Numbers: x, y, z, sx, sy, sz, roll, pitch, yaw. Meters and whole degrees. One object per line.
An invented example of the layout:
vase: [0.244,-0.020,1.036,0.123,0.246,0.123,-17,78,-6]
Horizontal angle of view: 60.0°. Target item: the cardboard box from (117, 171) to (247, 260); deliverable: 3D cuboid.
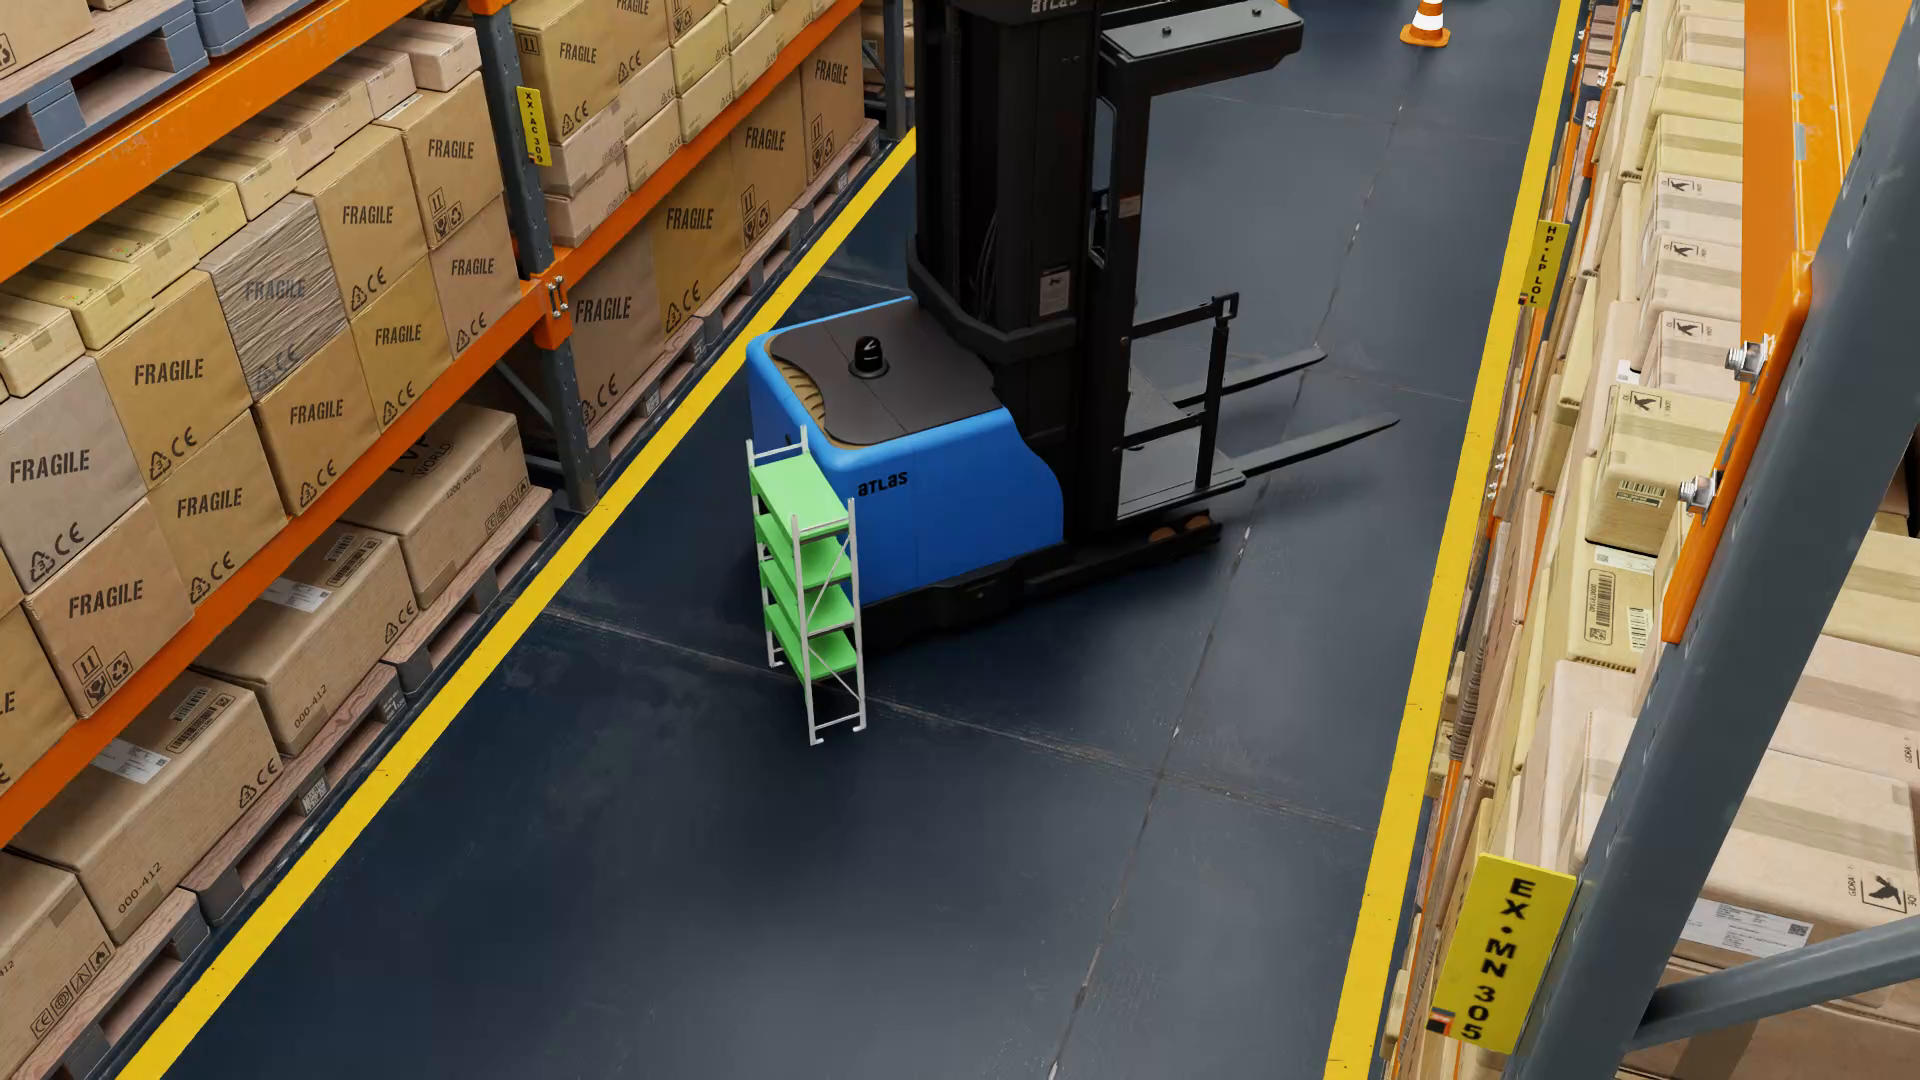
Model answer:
cardboard box: [-2.509,-1.038,5.262,0.380,0.149,0.250,12,42,14]

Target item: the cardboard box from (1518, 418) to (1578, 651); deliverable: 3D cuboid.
cardboard box: [1.369,0.047,3.142,0.500,0.250,0.500,15,43,17]

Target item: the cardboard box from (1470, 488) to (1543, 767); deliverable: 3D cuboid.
cardboard box: [1.556,0.262,4.009,0.500,0.500,0.500,12,42,14]

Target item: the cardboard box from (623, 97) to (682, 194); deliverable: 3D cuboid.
cardboard box: [-1.632,-1.866,7.695,0.500,0.250,0.500,12,42,14]

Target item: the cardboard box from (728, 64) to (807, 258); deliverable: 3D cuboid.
cardboard box: [-1.461,-2.242,9.334,0.875,0.875,0.875,14,42,16]

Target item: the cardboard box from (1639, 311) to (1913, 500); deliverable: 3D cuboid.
cardboard box: [1.345,-0.226,2.770,0.380,0.149,0.250,12,42,14]

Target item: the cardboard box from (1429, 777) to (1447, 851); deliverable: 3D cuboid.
cardboard box: [1.927,1.041,6.045,0.380,0.149,0.250,13,42,15]

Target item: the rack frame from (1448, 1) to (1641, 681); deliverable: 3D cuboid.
rack frame: [2.480,-0.360,5.815,1.000,3.000,0.127,13,42,15]

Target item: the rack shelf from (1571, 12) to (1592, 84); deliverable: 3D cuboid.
rack shelf: [4.532,-3.746,10.337,1.077,0.370,4.000,13,42,15]

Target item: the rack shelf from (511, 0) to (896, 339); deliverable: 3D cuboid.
rack shelf: [-1.522,-2.343,8.693,1.077,0.370,4.000,13,42,15]

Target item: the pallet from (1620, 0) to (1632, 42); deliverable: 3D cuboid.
pallet: [2.791,-1.783,5.316,1.213,0.211,1.003,13,42,15]

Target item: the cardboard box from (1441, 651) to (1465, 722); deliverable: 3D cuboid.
cardboard box: [2.055,0.602,6.331,0.380,0.149,0.250,15,43,17]

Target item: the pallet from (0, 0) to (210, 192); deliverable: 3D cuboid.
pallet: [-2.914,-1.266,4.634,1.003,0.211,1.213,13,42,15]

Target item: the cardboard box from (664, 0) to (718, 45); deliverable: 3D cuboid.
cardboard box: [-1.464,-2.642,7.642,0.500,0.500,0.500,12,42,14]

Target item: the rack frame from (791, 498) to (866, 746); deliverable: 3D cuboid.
rack frame: [-0.496,0.339,6.382,0.240,1.200,0.015,-17,43,-18]

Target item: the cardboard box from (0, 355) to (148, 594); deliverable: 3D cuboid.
cardboard box: [-2.803,-0.238,4.824,0.500,0.500,0.500,13,42,15]

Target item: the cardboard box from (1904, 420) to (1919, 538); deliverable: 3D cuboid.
cardboard box: [1.868,-0.029,2.846,0.500,0.250,0.500,14,42,16]

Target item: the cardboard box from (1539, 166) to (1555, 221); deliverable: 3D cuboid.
cardboard box: [3.366,-1.634,8.910,0.500,0.500,0.500,12,42,13]

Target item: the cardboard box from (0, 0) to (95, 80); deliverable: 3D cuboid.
cardboard box: [-2.744,-1.531,4.398,0.500,0.500,0.500,14,42,16]

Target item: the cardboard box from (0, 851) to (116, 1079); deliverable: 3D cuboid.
cardboard box: [-3.442,1.433,5.364,0.875,0.438,0.875,12,42,14]

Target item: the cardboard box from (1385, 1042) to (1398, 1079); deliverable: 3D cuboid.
cardboard box: [1.471,1.718,5.023,0.380,0.149,0.250,15,43,17]

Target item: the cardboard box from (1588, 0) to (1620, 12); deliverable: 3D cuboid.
cardboard box: [3.750,-3.172,9.034,0.500,0.500,0.500,13,42,15]

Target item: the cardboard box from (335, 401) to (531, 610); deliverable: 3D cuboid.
cardboard box: [-2.522,-0.223,7.304,0.875,0.438,0.875,13,42,14]

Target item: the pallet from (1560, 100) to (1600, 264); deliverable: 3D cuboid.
pallet: [3.210,-1.510,7.311,1.003,0.211,1.213,13,42,15]

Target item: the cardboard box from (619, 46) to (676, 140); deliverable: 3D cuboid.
cardboard box: [-1.639,-2.060,7.538,0.500,0.250,0.500,14,42,16]

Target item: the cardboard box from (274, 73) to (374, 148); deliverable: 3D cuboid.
cardboard box: [-2.299,-1.517,5.824,0.380,0.149,0.250,13,42,15]

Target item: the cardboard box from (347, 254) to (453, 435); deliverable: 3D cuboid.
cardboard box: [-2.295,-0.780,6.230,0.500,0.500,0.500,12,42,14]

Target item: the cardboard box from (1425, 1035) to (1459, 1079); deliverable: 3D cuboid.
cardboard box: [1.035,1.214,2.893,0.500,0.500,0.500,12,42,14]

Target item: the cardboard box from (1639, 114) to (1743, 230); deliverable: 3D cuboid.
cardboard box: [1.581,-0.709,3.335,0.380,0.149,0.250,12,42,14]

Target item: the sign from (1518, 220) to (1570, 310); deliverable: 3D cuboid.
sign: [1.957,-0.922,5.581,0.100,0.325,0.005,13,42,15]

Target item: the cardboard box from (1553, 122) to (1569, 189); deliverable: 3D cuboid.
cardboard box: [3.385,-1.927,8.676,0.500,0.250,0.500,11,42,13]

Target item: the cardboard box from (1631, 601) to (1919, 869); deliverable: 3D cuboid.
cardboard box: [1.106,0.252,2.209,0.380,0.149,0.250,14,42,16]

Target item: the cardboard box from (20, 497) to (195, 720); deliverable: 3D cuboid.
cardboard box: [-2.802,0.155,5.134,0.500,0.500,0.500,13,42,15]

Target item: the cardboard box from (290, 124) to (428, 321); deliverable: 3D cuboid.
cardboard box: [-2.289,-1.159,5.903,0.500,0.500,0.500,13,42,14]

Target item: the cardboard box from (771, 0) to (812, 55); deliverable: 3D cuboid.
cardboard box: [-1.114,-2.795,8.784,0.500,0.250,0.500,13,42,15]

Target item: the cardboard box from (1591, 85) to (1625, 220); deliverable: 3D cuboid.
cardboard box: [1.911,-0.913,4.267,0.500,0.250,0.500,13,42,14]

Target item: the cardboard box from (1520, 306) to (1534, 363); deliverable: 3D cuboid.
cardboard box: [2.853,-1.001,7.590,0.500,0.250,0.500,12,42,13]

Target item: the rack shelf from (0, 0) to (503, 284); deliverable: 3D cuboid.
rack shelf: [-2.890,-1.045,4.860,1.077,0.370,4.000,13,42,15]

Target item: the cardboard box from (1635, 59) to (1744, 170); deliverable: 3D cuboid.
cardboard box: [1.658,-0.871,3.526,0.380,0.149,0.250,15,43,17]

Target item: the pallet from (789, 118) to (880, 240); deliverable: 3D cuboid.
pallet: [-1.179,-2.312,10.251,1.003,0.211,1.213,13,42,15]

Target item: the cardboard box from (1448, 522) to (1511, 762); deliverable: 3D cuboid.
cardboard box: [1.705,0.337,4.691,0.500,0.500,0.500,12,42,14]

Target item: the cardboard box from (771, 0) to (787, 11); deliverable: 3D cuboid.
cardboard box: [-1.093,-2.988,8.625,0.500,0.250,0.500,12,42,14]

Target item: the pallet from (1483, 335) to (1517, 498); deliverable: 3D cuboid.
pallet: [3.161,-0.521,8.152,1.003,0.211,1.213,13,42,15]

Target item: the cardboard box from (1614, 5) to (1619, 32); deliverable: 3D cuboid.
cardboard box: [3.505,-2.636,8.352,0.380,0.149,0.250,13,42,14]

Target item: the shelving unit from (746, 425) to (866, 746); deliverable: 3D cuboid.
shelving unit: [-0.597,0.195,6.551,0.258,1.200,0.503,-17,43,-18]

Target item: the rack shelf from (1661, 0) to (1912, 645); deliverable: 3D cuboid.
rack shelf: [1.796,-1.148,2.672,1.077,0.370,4.000,13,42,15]

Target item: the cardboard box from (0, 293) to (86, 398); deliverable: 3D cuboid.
cardboard box: [-2.735,-0.566,4.708,0.380,0.149,0.250,14,42,15]

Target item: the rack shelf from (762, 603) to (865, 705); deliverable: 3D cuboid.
rack shelf: [-0.597,0.426,6.748,0.258,0.148,0.480,-17,43,-18]

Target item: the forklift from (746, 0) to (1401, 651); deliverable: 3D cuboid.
forklift: [0.631,-1.299,6.968,3.031,2.935,1.130,-17,43,-19]

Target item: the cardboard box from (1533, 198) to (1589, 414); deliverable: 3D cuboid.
cardboard box: [2.097,-0.671,5.102,0.500,0.500,0.500,14,43,16]

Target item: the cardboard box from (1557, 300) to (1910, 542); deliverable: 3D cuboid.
cardboard box: [1.382,-0.156,2.995,0.500,0.250,0.500,14,42,16]

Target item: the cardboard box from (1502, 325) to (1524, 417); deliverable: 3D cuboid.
cardboard box: [2.852,-0.701,7.816,0.500,0.500,0.500,12,42,14]

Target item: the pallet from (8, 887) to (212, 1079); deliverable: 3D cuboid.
pallet: [-3.374,1.598,5.668,1.003,0.211,1.213,13,42,15]

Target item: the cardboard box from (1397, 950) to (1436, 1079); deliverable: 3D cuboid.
cardboard box: [1.205,1.284,3.581,0.500,0.500,0.500,13,42,14]

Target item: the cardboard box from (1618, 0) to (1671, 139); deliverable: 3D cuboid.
cardboard box: [1.915,-1.091,4.091,0.500,0.250,0.500,13,42,15]
